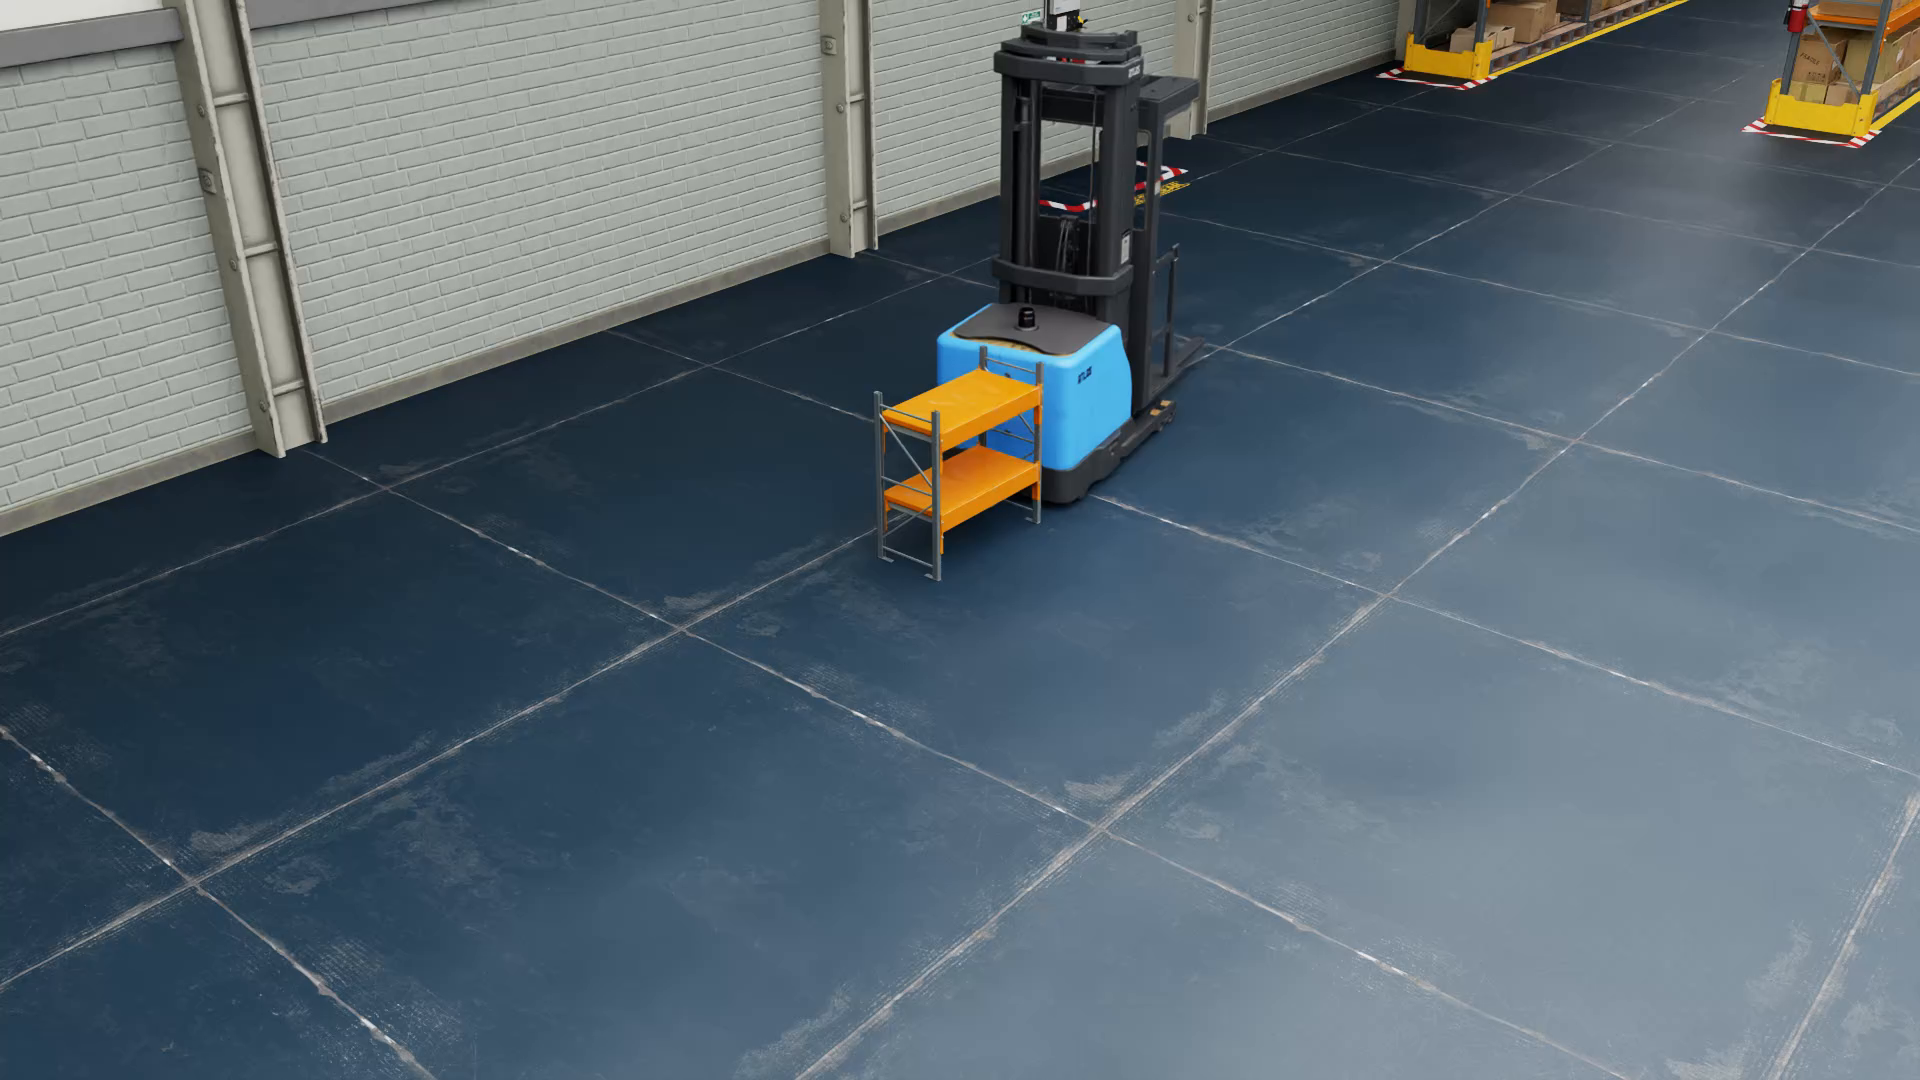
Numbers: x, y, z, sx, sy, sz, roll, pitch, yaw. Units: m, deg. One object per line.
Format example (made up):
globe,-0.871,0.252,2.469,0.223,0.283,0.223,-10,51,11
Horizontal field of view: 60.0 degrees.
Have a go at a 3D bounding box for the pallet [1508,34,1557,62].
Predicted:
pallet,8.183,-7.408,24.841,1.003,0.211,1.213,21,34,34

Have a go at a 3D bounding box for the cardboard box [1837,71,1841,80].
cardboard box,11.061,-5.888,21.402,0.500,0.250,0.500,21,34,34

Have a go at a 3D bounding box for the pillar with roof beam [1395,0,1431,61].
pillar with roof beam,9.914,-9.819,19.937,9.100,9.000,0.400,21,34,34

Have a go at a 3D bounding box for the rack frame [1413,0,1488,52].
rack frame,6.814,-7.912,22.779,1.000,3.000,0.127,21,34,34

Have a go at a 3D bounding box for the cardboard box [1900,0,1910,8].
cardboard box,11.596,-7.033,20.973,0.700,0.500,0.500,21,34,35

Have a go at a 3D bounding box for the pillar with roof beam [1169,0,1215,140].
pillar with roof beam,6.097,-7.692,15.825,9.100,9.000,0.400,21,34,34

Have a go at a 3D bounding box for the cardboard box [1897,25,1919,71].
cardboard box,12.108,-6.420,21.614,0.500,0.500,0.500,21,34,34

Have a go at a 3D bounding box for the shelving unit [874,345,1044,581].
shelving unit,0.004,-0.502,10.496,0.538,1.125,1.048,21,34,34

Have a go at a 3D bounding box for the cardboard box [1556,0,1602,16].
cardboard box,9.814,-8.681,26.508,0.700,0.500,0.500,22,35,36

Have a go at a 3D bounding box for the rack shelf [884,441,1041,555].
rack shelf,0.004,-0.285,10.609,0.538,0.278,1.000,21,34,34

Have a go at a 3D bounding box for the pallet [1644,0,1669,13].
pallet,11.405,-9.233,28.368,1.003,0.211,1.213,21,34,34

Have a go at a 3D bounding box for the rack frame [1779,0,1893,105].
rack frame,10.639,-6.465,19.983,1.000,3.000,0.127,21,34,34

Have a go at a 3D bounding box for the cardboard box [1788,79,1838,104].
cardboard box,10.752,-5.707,21.053,0.500,0.250,0.500,21,34,34

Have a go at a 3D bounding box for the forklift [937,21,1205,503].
forklift,0.970,-2.191,11.795,1.130,2.935,3.031,14,30,25

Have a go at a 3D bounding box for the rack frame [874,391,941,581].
rack frame,-0.319,-0.322,10.148,0.500,1.125,0.032,21,34,34

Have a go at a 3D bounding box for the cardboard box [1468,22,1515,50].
cardboard box,7.686,-7.334,24.110,0.500,0.311,0.500,24,36,38

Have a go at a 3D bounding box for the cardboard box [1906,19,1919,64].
cardboard box,12.415,-6.601,21.965,0.500,0.500,0.500,21,34,34

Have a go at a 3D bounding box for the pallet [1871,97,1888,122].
pallet,11.093,-5.510,21.172,1.003,0.211,1.213,21,34,34

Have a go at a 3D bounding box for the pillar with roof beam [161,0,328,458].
pillar with roof beam,-1.535,-3.437,7.601,9.100,9.000,0.400,21,34,34

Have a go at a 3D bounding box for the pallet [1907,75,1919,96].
pallet,12.645,-6.375,22.844,1.003,0.211,1.213,21,34,34

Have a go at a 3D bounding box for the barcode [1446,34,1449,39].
barcode,7.027,-7.259,23.955,0.001,0.075,0.075,21,34,34

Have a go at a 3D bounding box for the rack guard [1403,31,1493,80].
rack guard,6.863,-6.828,23.406,1.175,0.500,0.348,21,34,34

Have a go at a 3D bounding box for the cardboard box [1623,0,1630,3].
cardboard box,10.773,-9.230,27.568,0.700,0.500,0.500,21,34,34

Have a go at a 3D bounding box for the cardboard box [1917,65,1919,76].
cardboard box,12.731,-6.446,22.481,0.500,0.250,0.500,21,34,34

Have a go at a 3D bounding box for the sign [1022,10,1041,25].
sign,0.753,-5.505,17.511,0.001,0.109,0.331,21,34,34

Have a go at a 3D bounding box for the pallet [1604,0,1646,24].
pallet,10.628,-8.802,27.536,1.003,0.211,1.213,21,34,34

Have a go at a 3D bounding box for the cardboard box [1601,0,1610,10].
cardboard box,10.104,-8.879,26.890,0.700,0.500,0.500,20,33,33

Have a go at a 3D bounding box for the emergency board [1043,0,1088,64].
emergency board,1.174,-5.420,17.963,0.194,1.169,0.643,21,34,34

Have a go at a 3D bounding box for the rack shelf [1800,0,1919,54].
rack shelf,11.911,-6.855,21.519,1.077,0.370,4.000,21,34,34

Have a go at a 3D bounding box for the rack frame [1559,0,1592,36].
rack frame,9.358,-9.330,25.521,1.000,3.000,0.127,21,34,34

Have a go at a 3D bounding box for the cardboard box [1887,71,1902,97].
cardboard box,11.785,-5.911,21.447,0.500,0.250,0.500,21,34,34

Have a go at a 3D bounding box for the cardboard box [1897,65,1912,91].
cardboard box,12.107,-6.087,21.787,0.500,0.250,0.500,21,34,34

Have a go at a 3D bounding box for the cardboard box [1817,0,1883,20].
cardboard box,10.946,-6.671,20.273,0.700,0.500,0.500,21,34,34

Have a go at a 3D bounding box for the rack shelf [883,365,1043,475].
rack shelf,0.004,-0.762,10.362,0.538,0.278,1.000,21,34,34

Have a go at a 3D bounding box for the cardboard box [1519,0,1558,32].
cardboard box,8.729,-8.035,25.260,0.500,0.500,0.500,18,32,31

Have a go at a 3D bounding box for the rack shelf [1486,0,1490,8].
rack shelf,8.086,-8.301,24.315,1.077,0.370,4.000,21,34,34

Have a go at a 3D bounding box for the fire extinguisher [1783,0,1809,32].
fire extinguisher,10.205,-6.525,20.182,0.296,0.674,0.183,21,34,34

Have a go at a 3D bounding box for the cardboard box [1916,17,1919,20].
cardboard box,12.730,-6.780,22.310,0.500,0.500,0.500,21,34,34

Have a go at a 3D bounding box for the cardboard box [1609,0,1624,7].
cardboard box,10.459,-9.048,27.217,0.700,0.500,0.500,21,34,35

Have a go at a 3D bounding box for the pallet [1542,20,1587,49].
pallet,8.959,-7.843,25.681,1.003,0.211,1.213,21,34,34

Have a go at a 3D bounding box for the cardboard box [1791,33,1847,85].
cardboard box,10.750,-6.041,20.882,0.500,0.500,0.500,21,34,34

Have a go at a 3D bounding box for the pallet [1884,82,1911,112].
pallet,11.869,-5.941,22.004,1.003,0.211,1.213,21,34,34

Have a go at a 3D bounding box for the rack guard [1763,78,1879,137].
rack guard,10.624,-5.347,20.541,1.175,0.500,0.348,21,34,34

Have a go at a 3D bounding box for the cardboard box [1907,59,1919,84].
cardboard box,12.425,-6.265,22.130,0.500,0.250,0.500,21,34,34

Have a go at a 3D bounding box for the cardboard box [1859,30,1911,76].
cardboard box,11.776,-6.248,21.282,0.500,0.500,0.500,21,34,34

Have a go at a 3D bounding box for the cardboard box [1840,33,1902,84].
cardboard box,11.468,-6.067,20.932,0.500,0.500,0.500,21,34,34

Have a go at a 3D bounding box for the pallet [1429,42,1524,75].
pallet,7.407,-6.978,24.009,1.003,0.211,1.213,21,34,34

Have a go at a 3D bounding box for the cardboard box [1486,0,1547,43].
cardboard box,8.192,-7.664,24.541,0.700,0.500,0.500,18,33,31

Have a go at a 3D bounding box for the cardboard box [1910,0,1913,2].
cardboard box,11.928,-7.221,21.335,0.700,0.500,0.500,22,35,36

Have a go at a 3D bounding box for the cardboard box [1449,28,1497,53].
cardboard box,7.324,-7.132,23.719,0.500,0.311,0.500,17,32,29

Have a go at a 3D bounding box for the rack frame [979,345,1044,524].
rack frame,0.328,-0.682,10.845,0.500,1.125,0.032,21,34,34

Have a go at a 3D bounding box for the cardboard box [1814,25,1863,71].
cardboard box,11.375,-6.400,21.575,0.500,0.500,0.500,21,34,34

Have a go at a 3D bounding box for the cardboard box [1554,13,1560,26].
cardboard box,9.041,-8.068,25.687,0.380,0.166,0.250,16,31,28

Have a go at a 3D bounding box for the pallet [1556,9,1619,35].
pallet,9.853,-8.368,26.696,1.003,0.211,1.213,21,34,34

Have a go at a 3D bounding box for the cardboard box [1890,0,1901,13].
cardboard box,11.276,-6.859,20.635,0.700,0.500,0.500,22,34,36

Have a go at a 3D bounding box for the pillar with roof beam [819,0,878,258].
pillar with roof beam,2.281,-5.565,11.713,9.100,9.000,0.400,21,34,34

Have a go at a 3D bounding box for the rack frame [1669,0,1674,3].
rack frame,11.903,-10.748,28.262,1.000,3.000,0.127,21,34,34

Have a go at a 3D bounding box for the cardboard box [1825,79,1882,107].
cardboard box,11.152,-5.556,20.760,0.500,0.250,0.500,21,34,34

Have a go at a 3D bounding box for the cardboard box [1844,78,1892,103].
cardboard box,11.467,-5.734,21.105,0.500,0.250,0.500,21,34,34
